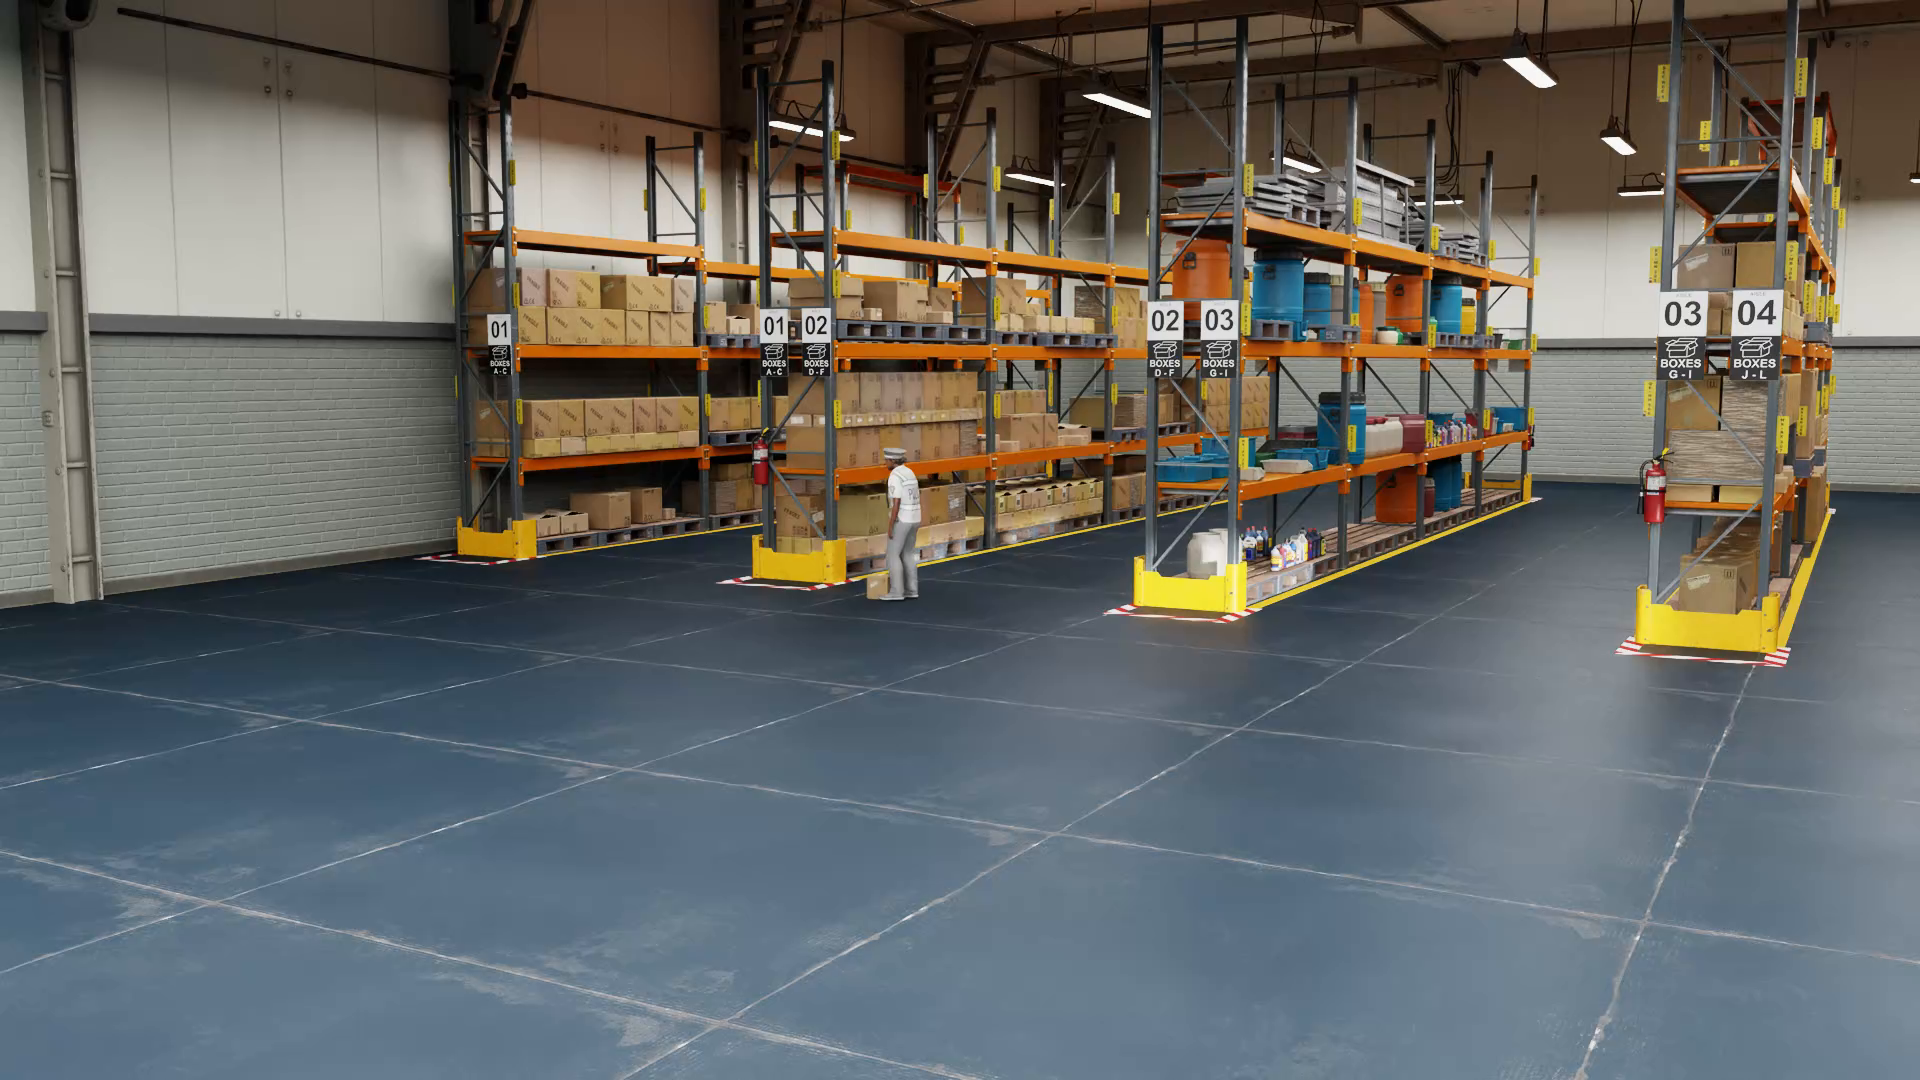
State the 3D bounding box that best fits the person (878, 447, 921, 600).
[{"bbox_3d":[-0.648,-0.177,18.043,0.427,1.658,0.525,3,7,25],"label":"person"}]
